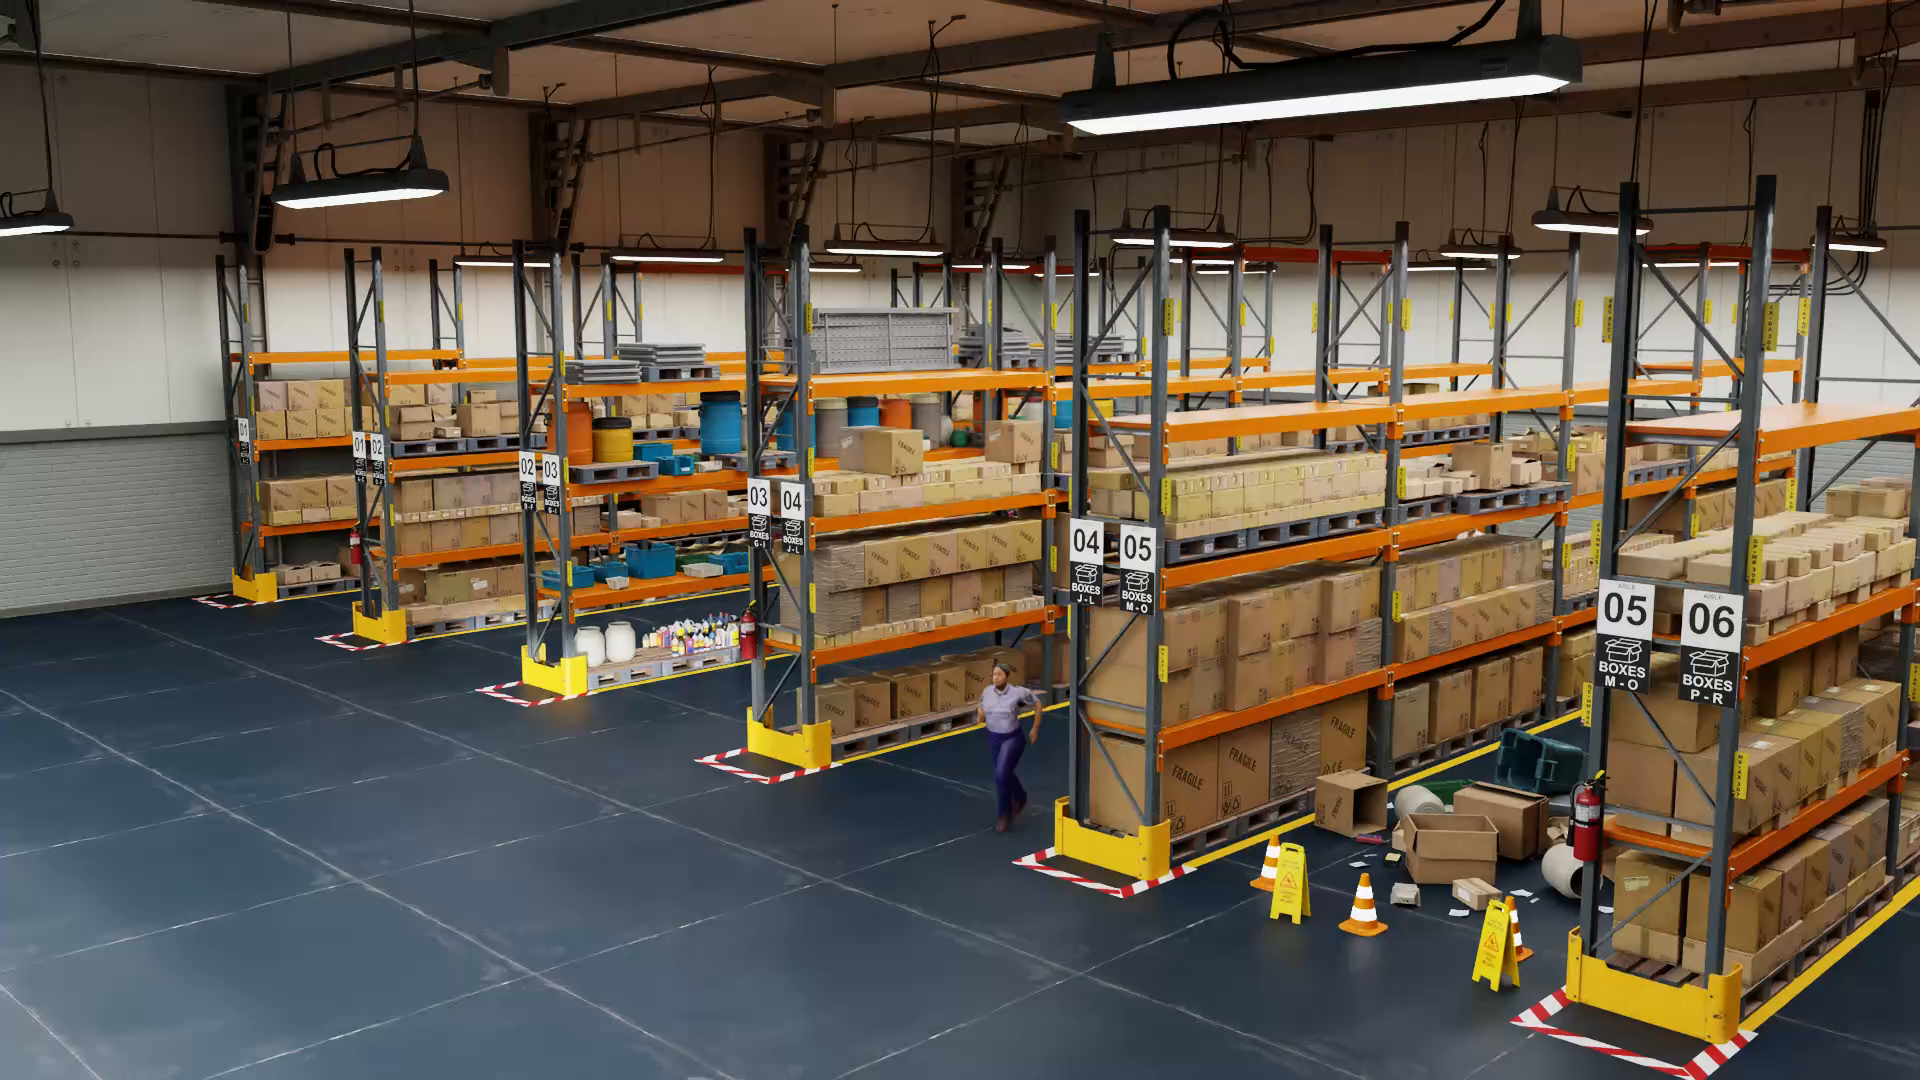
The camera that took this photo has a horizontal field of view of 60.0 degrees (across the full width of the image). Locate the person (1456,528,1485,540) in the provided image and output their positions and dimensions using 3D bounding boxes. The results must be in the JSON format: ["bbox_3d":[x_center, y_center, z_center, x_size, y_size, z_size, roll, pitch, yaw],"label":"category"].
[{"bbox_3d":[8.203,0.524,26.701,0.775,1.796,0.681,-7,11,-41],"label":"person"}]

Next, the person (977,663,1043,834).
[{"bbox_3d":[0.473,2.037,16.594,0.621,1.686,0.796,6,10,37],"label":"person"}]
